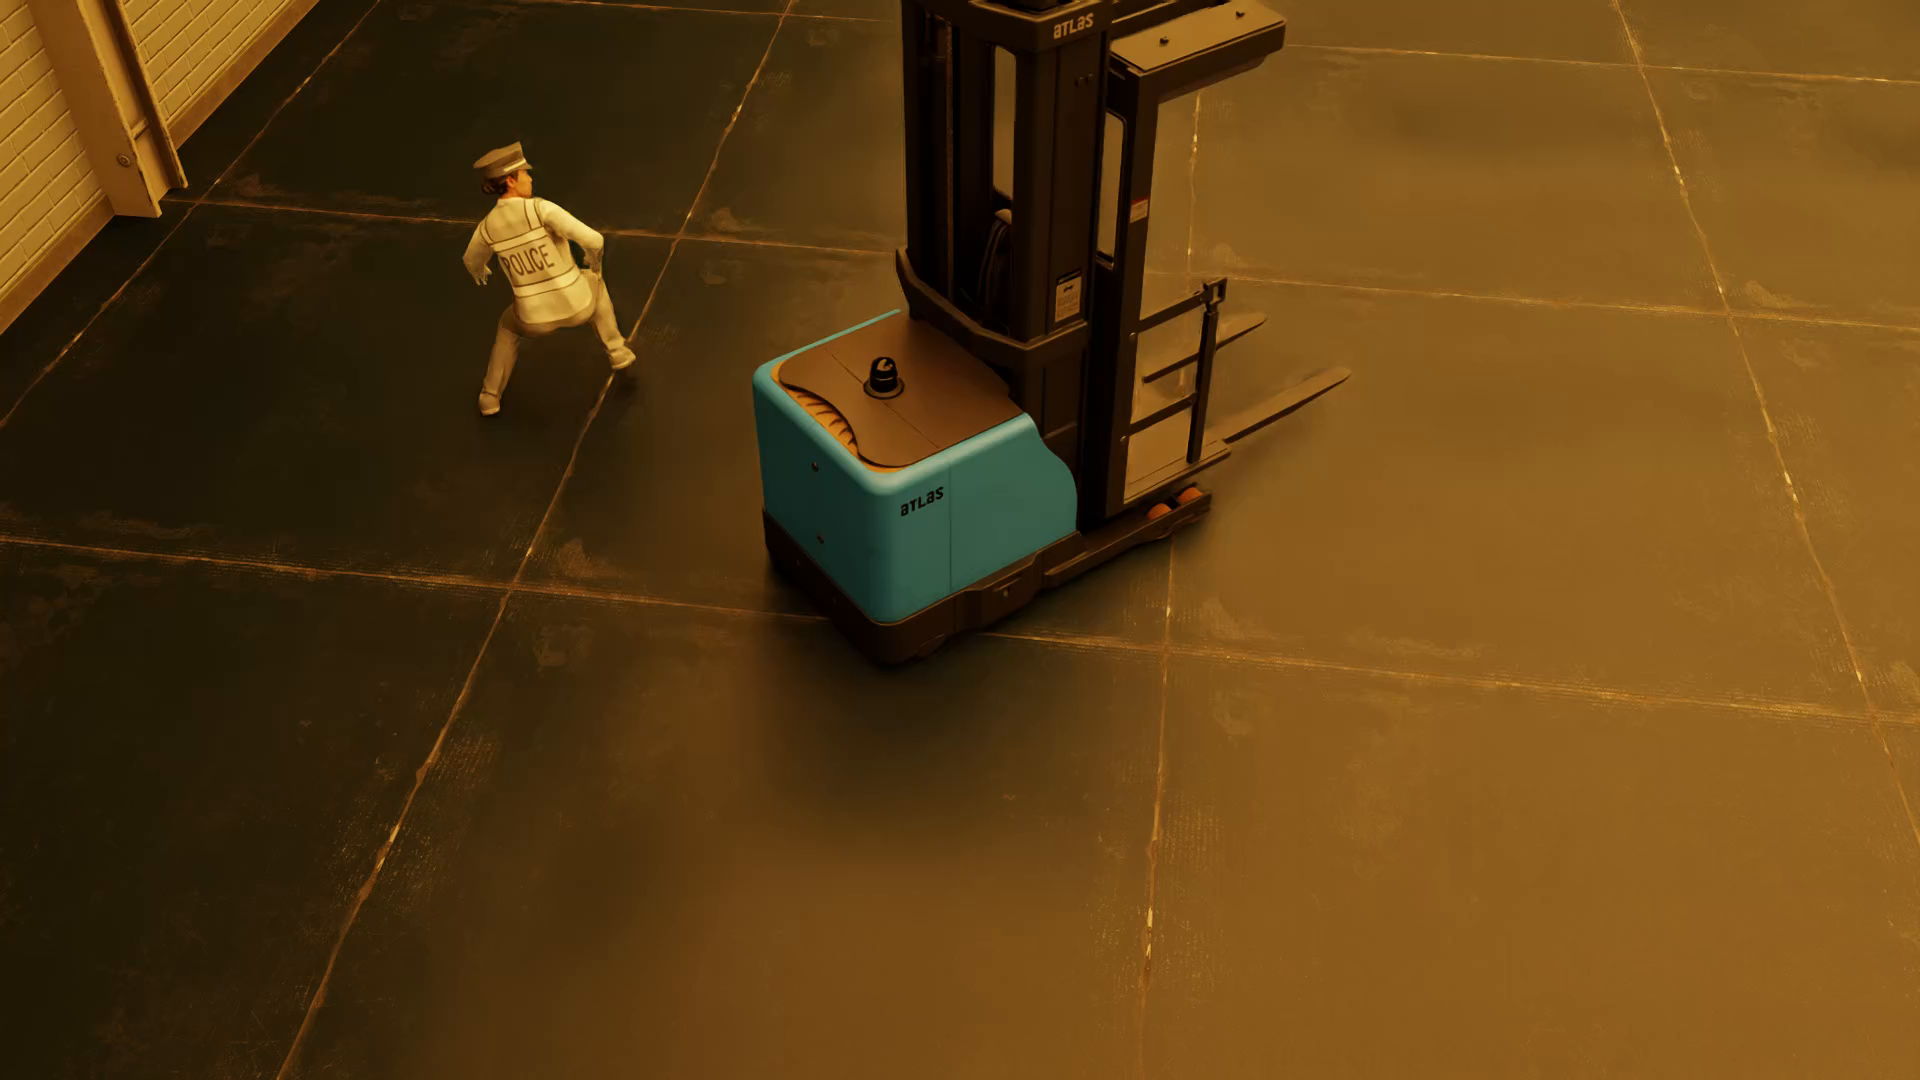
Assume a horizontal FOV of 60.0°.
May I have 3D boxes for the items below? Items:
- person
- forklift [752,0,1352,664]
[{"bbox_3d":[-2.109,-1.270,8.259,0.839,1.468,0.653,-5,43,-5],"label":"person"},{"bbox_3d":[0.584,-1.350,7.193,3.031,2.935,1.130,-26,49,-26],"label":"forklift"}]
